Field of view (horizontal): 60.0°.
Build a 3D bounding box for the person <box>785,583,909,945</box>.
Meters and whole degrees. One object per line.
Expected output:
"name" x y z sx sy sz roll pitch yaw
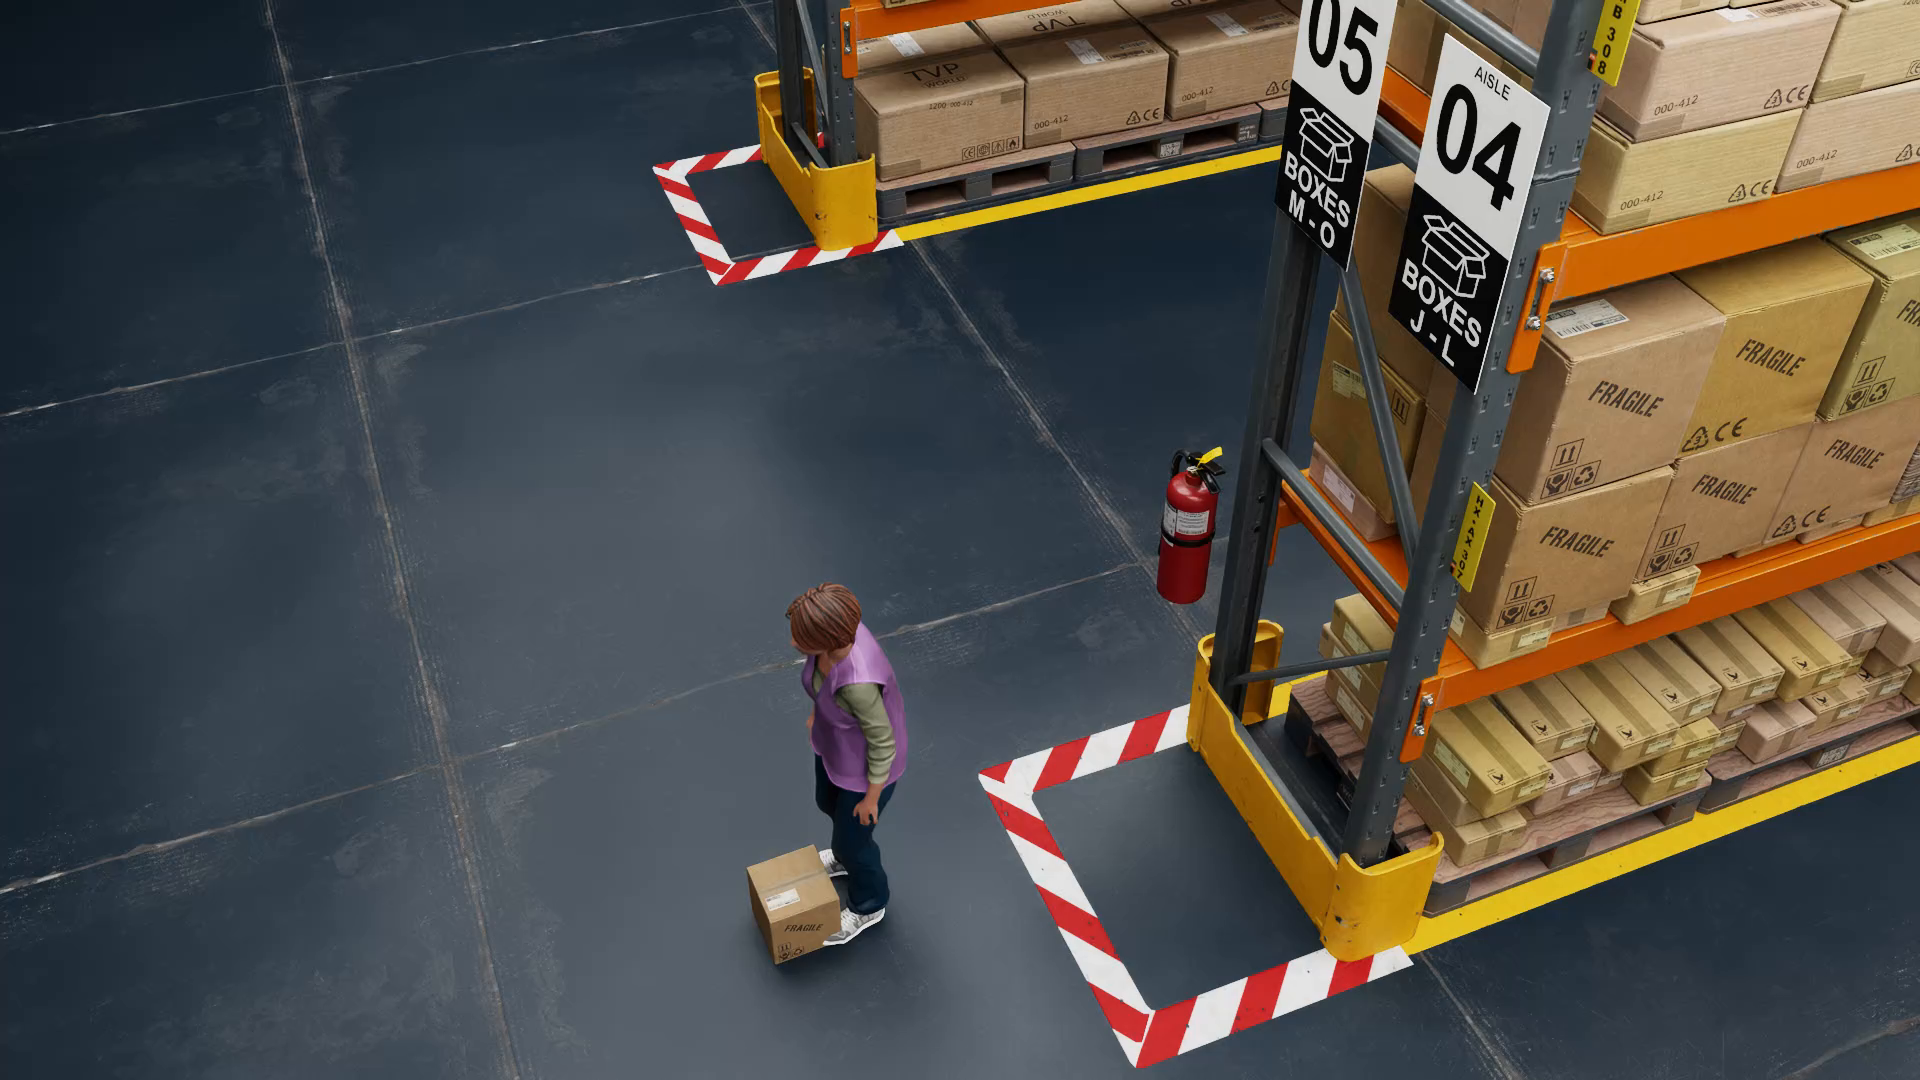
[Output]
"person" -0.372 0.709 5.390 0.375 1.593 0.484 -18 45 -19
